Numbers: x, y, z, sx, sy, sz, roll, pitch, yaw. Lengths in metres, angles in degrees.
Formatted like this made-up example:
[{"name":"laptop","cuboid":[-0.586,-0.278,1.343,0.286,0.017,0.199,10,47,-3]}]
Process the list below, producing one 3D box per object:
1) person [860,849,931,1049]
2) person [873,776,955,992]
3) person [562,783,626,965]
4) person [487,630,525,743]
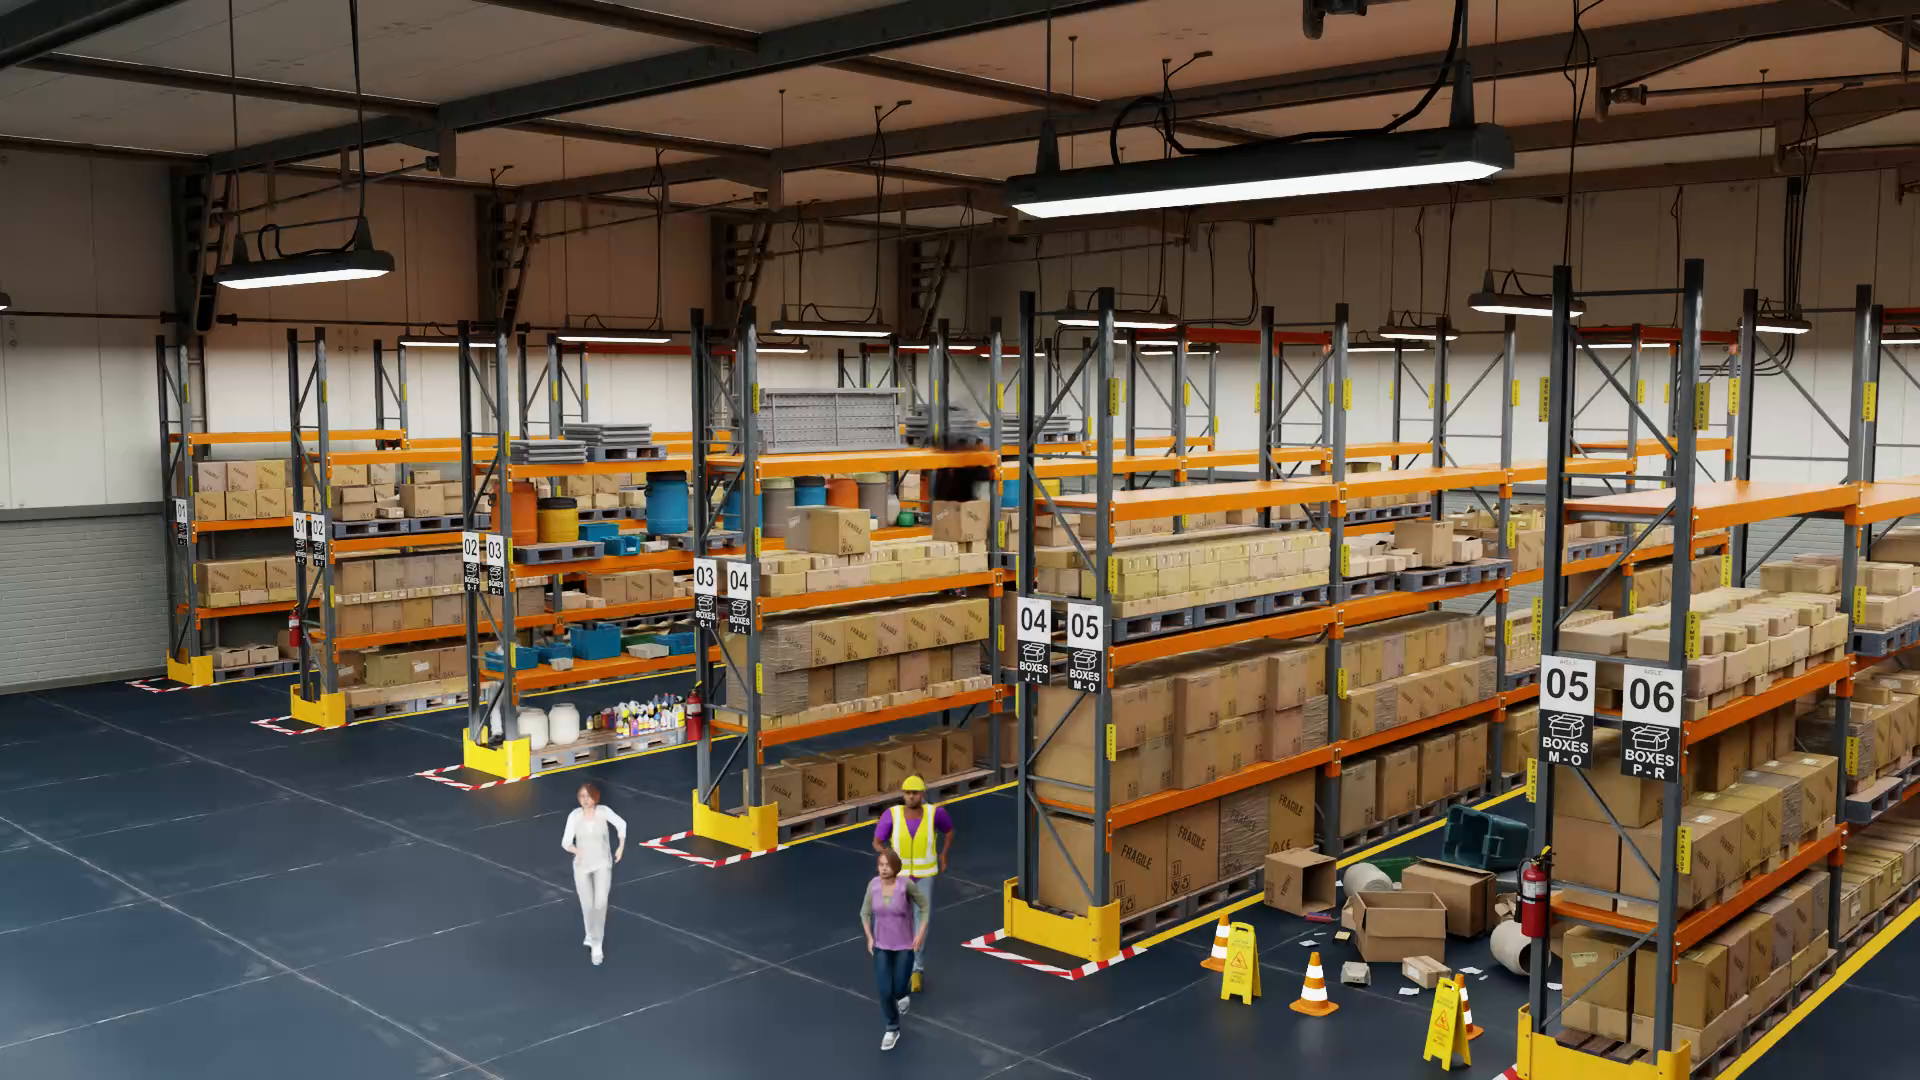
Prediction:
[{"name":"person","cuboid":[-0.506,3.176,13.048,0.554,1.573,0.610,1,5,10]},{"name":"person","cuboid":[-0.410,2.921,14.478,0.705,1.766,0.983,0,5,3]},{"name":"person","cuboid":[-3.301,2.982,14.993,0.546,1.609,0.690,0,5,-5]},{"name":"person","cuboid":[-6.557,2.086,24.113,0.620,1.634,0.823,4,7,35]}]
